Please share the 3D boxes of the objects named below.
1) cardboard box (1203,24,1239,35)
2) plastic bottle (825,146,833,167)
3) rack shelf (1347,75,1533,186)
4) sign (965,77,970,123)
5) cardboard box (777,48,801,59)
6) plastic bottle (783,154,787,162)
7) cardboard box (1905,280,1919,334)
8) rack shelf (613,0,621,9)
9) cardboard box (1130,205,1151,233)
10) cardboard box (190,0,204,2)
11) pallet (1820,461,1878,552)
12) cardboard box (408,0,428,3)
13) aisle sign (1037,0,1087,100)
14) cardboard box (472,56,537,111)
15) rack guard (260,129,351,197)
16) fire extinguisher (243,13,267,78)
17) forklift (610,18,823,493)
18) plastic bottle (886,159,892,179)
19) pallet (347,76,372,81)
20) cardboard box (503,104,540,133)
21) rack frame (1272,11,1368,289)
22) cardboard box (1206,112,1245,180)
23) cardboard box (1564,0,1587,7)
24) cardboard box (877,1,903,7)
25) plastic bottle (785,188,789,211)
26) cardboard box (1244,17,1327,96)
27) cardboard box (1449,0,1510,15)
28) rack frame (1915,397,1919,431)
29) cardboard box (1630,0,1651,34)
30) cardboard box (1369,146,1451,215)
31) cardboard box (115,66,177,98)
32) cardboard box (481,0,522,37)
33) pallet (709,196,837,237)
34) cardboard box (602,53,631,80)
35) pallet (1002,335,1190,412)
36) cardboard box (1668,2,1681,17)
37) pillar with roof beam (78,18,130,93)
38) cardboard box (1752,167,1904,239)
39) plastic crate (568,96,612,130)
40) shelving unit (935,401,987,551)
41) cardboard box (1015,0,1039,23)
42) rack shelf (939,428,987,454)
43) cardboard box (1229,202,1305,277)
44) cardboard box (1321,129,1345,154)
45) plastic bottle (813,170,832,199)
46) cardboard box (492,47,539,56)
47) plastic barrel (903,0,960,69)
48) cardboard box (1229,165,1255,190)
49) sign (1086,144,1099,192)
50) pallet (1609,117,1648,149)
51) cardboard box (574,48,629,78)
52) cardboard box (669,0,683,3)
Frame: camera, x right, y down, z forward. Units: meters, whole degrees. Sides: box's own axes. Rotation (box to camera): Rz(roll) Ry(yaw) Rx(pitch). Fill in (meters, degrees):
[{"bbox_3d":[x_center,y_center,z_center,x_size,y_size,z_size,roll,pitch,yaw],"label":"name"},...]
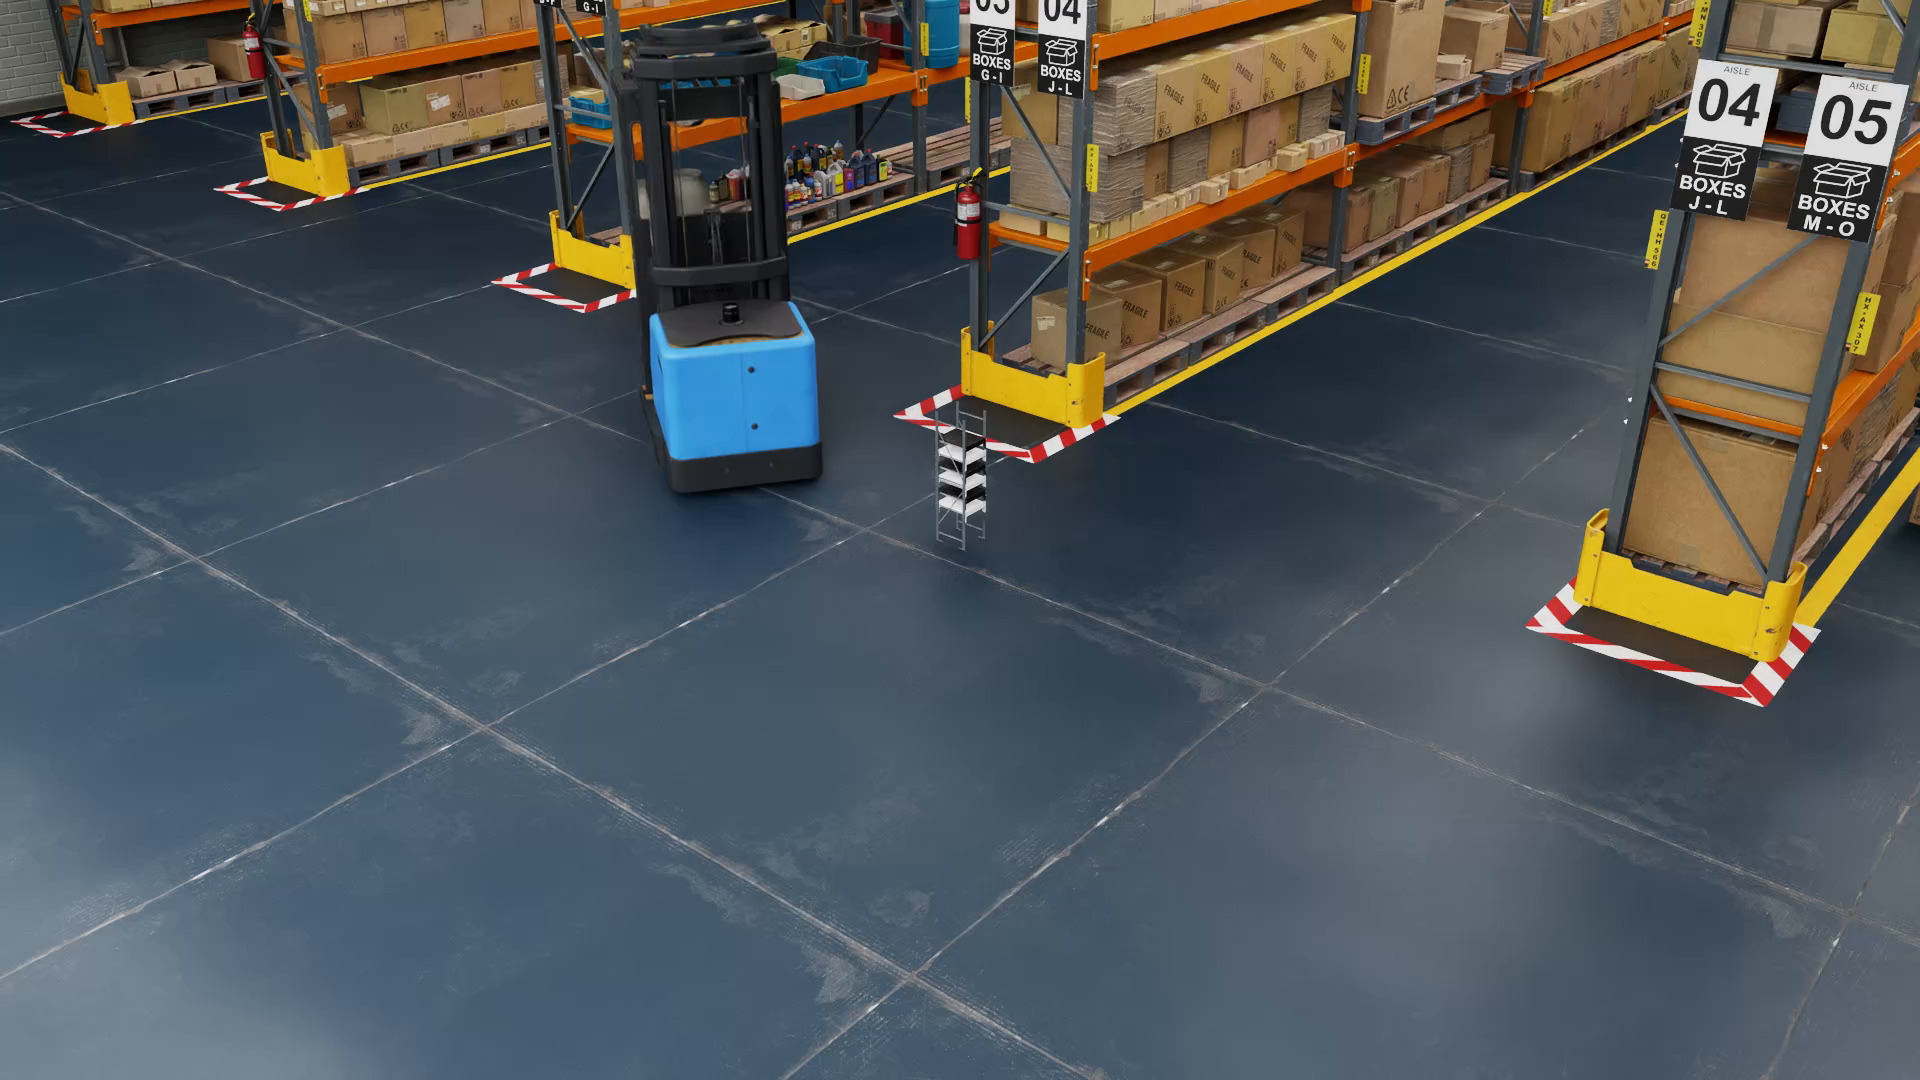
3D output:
[{"bbox_3d":[1.921,-3.951,13.603,0.500,0.500,0.500,21,34,34],"label":"cardboard box"},{"bbox_3d":[-1.426,-4.069,17.828,0.061,0.283,0.133,21,34,34],"label":"plastic bottle"},{"bbox_3d":[4.311,-4.160,16.311,1.077,0.370,4.000,21,34,34],"label":"rack shelf"},{"bbox_3d":[0.079,-3.177,12.022,0.100,0.325,0.005,21,34,34],"label":"sign"},{"bbox_3d":[-2.530,-6.609,22.797,0.500,0.250,0.500,20,34,34],"label":"cardboard box"},{"bbox_3d":[-1.874,-3.929,17.558,0.061,0.283,0.133,23,35,37],"label":"plastic bottle"},{"bbox_3d":[5.550,-1.642,10.496,0.875,0.550,0.500,21,34,34],"label":"cardboard box"},{"bbox_3d":[-2.055,-5.522,15.678,1.077,0.370,4.000,21,34,34],"label":"rack shelf"},{"bbox_3d":[1.205,-2.440,12.475,0.380,0.149,0.250,21,34,34],"label":"cardboard box"},{"bbox_3d":[-9.768,-7.085,21.323,0.500,0.250,0.500,20,34,34],"label":"cardboard box"},{"bbox_3d":[5.482,-0.366,11.227,1.003,0.211,1.213,21,34,34],"label":"pallet"},{"bbox_3d":[-6.076,-6.024,18.316,0.380,0.149,0.250,19,33,33],"label":"cardboard box"},{"bbox_3d":[0.687,-3.398,11.224,0.394,0.787,0.004,21,34,34],"label":"aisle sign"},{"bbox_3d":[-5.371,-5.385,19.614,0.500,0.500,0.500,21,34,34],"label":"cardboard box"},{"bbox_3d":[-7.162,-4.130,18.190,1.175,0.500,0.348,21,34,34],"label":"rack guard"},{"bbox_3d":[-7.580,-5.309,17.831,0.296,0.674,0.183,21,34,34],"label":"fire extinguisher"},{"bbox_3d":[-1.834,-2.279,11.965,1.130,2.935,3.031,-7,28,-14],"label":"forklift"},{"bbox_3d":[-0.773,-3.951,17.690,0.097,0.201,0.097,0,27,0],"label":"plastic bottle"},{"bbox_3d":[-8.827,-6.627,23.330,1.003,0.211,1.213,21,34,34],"label":"pallet"},{"bbox_3d":[-5.361,-5.048,19.780,0.500,0.250,0.500,21,34,34],"label":"cardboard box"},{"bbox_3d":[3.039,-3.771,14.775,1.000,3.000,0.127,21,34,34],"label":"rack frame"},{"bbox_3d":[1.770,-3.267,13.368,0.875,0.500,0.500,21,34,34],"label":"cardboard box"},{"bbox_3d":[6.478,-6.164,18.200,0.797,0.503,0.637,22,34,36],"label":"cardboard box"},{"bbox_3d":[-0.897,-7.612,24.442,0.500,0.500,0.500,20,34,34],"label":"cardboard box"},{"bbox_3d":[-1.775,-3.416,16.566,0.061,0.283,0.133,21,34,35],"label":"plastic bottle"},{"bbox_3d":[2.648,-3.974,13.646,0.500,0.500,0.500,21,34,34],"label":"cardboard box"},{"bbox_3d":[5.271,-5.217,17.004,0.500,0.500,0.500,16,31,28],"label":"cardboard box"},{"bbox_3d":[6.802,-2.285,11.903,1.000,3.000,0.127,21,34,34],"label":"rack frame"},{"bbox_3d":[7.721,-6.233,19.424,0.500,0.500,0.500,22,35,36],"label":"cardboard box"},{"bbox_3d":[4.474,-3.627,16.739,0.700,0.500,0.500,24,36,38],"label":"cardboard box"},{"bbox_3d":[-10.462,-5.916,21.368,0.500,0.311,0.500,17,32,29],"label":"cardboard box"},{"bbox_3d":[-5.532,-6.187,19.336,0.700,0.500,0.500,21,34,35],"label":"cardboard box"},{"bbox_3d":[-2.018,-3.319,16.937,1.003,0.211,1.213,21,34,34],"label":"pallet"},{"bbox_3d":[-4.147,-5.955,20.923,0.500,0.311,0.500,21,34,35],"label":"cardboard box"},{"bbox_3d":[1.087,-1.419,13.263,1.003,0.211,1.213,21,34,34],"label":"pallet"},{"bbox_3d":[8.573,-6.503,20.330,0.380,0.149,0.250,21,34,35],"label":"cardboard box"},{"bbox_3d":[-7.872,-8.603,17.586,9.100,9.000,0.400,21,34,34],"label":"pillar with roof beam"},{"bbox_3d":[4.802,-1.756,9.541,0.875,0.550,0.550,21,34,34],"label":"cardboard box"},{"bbox_3d":[-3.239,-3.999,15.378,0.499,0.251,0.616,21,34,34],"label":"plastic crate"},{"bbox_3d":[0.005,-0.403,10.549,0.258,0.900,0.210,21,34,34],"label":"shelving unit"},{"bbox_3d":[0.606,-3.864,11.852,0.500,0.250,0.500,22,34,36],"label":"cardboard box"},{"bbox_3d":[0.005,-0.613,10.440,0.258,0.077,0.200,21,34,34],"label":"rack shelf"},{"bbox_3d":[2.754,-2.717,15.001,0.500,0.500,0.500,20,33,33],"label":"cardboard box"},{"bbox_3d":[3.129,-3.497,14.519,0.380,0.149,0.250,21,34,34],"label":"cardboard box"},{"bbox_3d":[-1.404,-3.652,17.031,0.152,0.276,0.135,21,34,35],"label":"plastic bottle"},{"bbox_3d":[-5.451,-5.713,20.249,0.500,0.500,0.500,21,34,34],"label":"cardboard box"},{"bbox_3d":[-0.303,-5.489,17.551,0.600,0.901,0.708,21,34,34],"label":"plastic barrel"},{"bbox_3d":[2.164,-2.970,13.499,0.380,0.149,0.250,21,34,34],"label":"cardboard box"},{"bbox_3d":[0.914,-2.579,11.528,0.100,0.325,0.005,21,34,34],"label":"sign"},{"bbox_3d":[7.695,-5.073,20.327,1.003,0.211,1.213,21,34,34],"label":"pallet"},{"bbox_3d":[-4.566,-6.109,21.220,0.500,0.311,0.500,21,34,34],"label":"cardboard box"},{"bbox_3d":[-3.766,-7.166,21.229,0.500,0.500,0.500,24,36,38],"label":"cardboard box"}]
